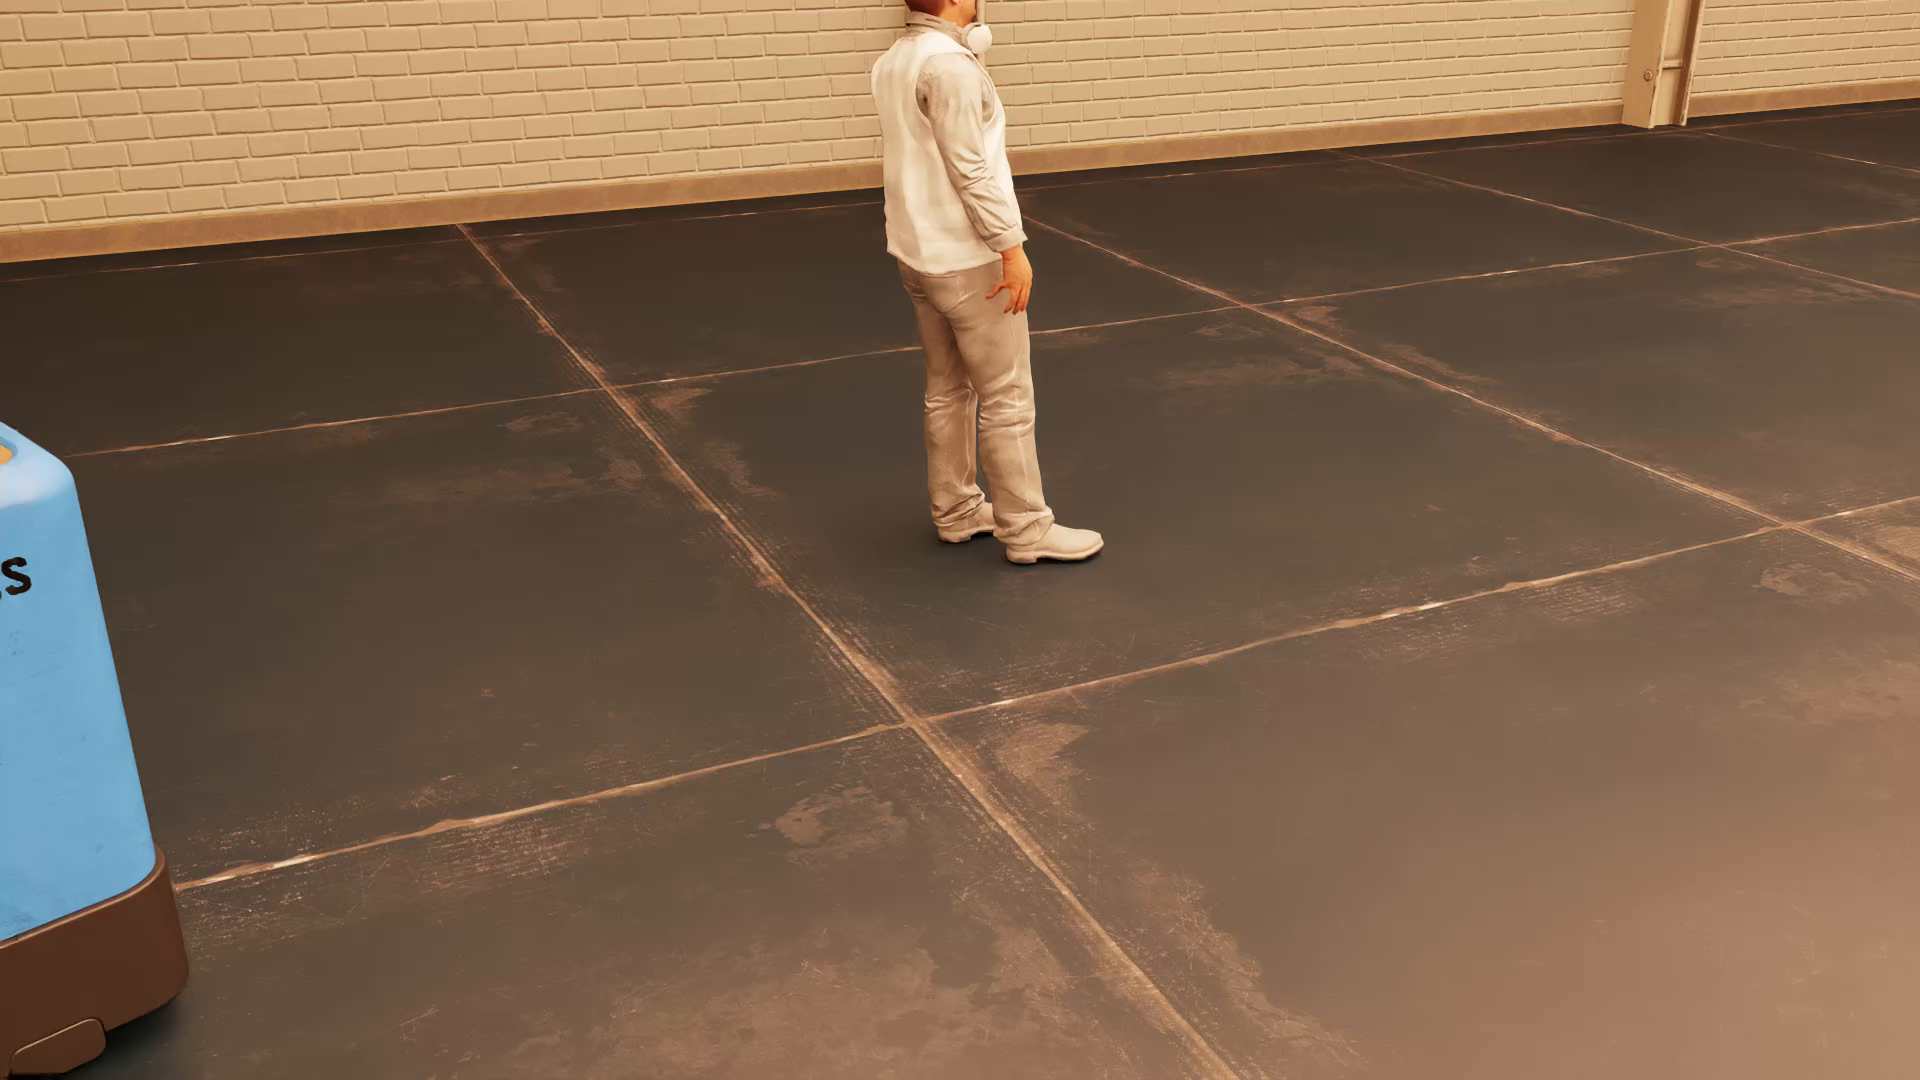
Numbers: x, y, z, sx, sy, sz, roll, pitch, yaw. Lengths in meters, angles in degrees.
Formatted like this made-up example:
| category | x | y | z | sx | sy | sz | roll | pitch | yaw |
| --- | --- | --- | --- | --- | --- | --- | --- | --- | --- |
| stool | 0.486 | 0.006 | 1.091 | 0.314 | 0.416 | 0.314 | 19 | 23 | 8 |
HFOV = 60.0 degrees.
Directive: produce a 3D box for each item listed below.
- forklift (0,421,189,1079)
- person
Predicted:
| category | x | y | z | sx | sy | sz | roll | pitch | yaw |
| --- | --- | --- | --- | --- | --- | --- | --- | --- | --- |
| forklift | -2.785 | -0.212 | 1.796 | 1.130 | 2.935 | 3.031 | 21 | 30 | 40 |
| person | 0.060 | -0.834 | 4.782 | 0.566 | 1.775 | 0.634 | -10 | 25 | -23 |
